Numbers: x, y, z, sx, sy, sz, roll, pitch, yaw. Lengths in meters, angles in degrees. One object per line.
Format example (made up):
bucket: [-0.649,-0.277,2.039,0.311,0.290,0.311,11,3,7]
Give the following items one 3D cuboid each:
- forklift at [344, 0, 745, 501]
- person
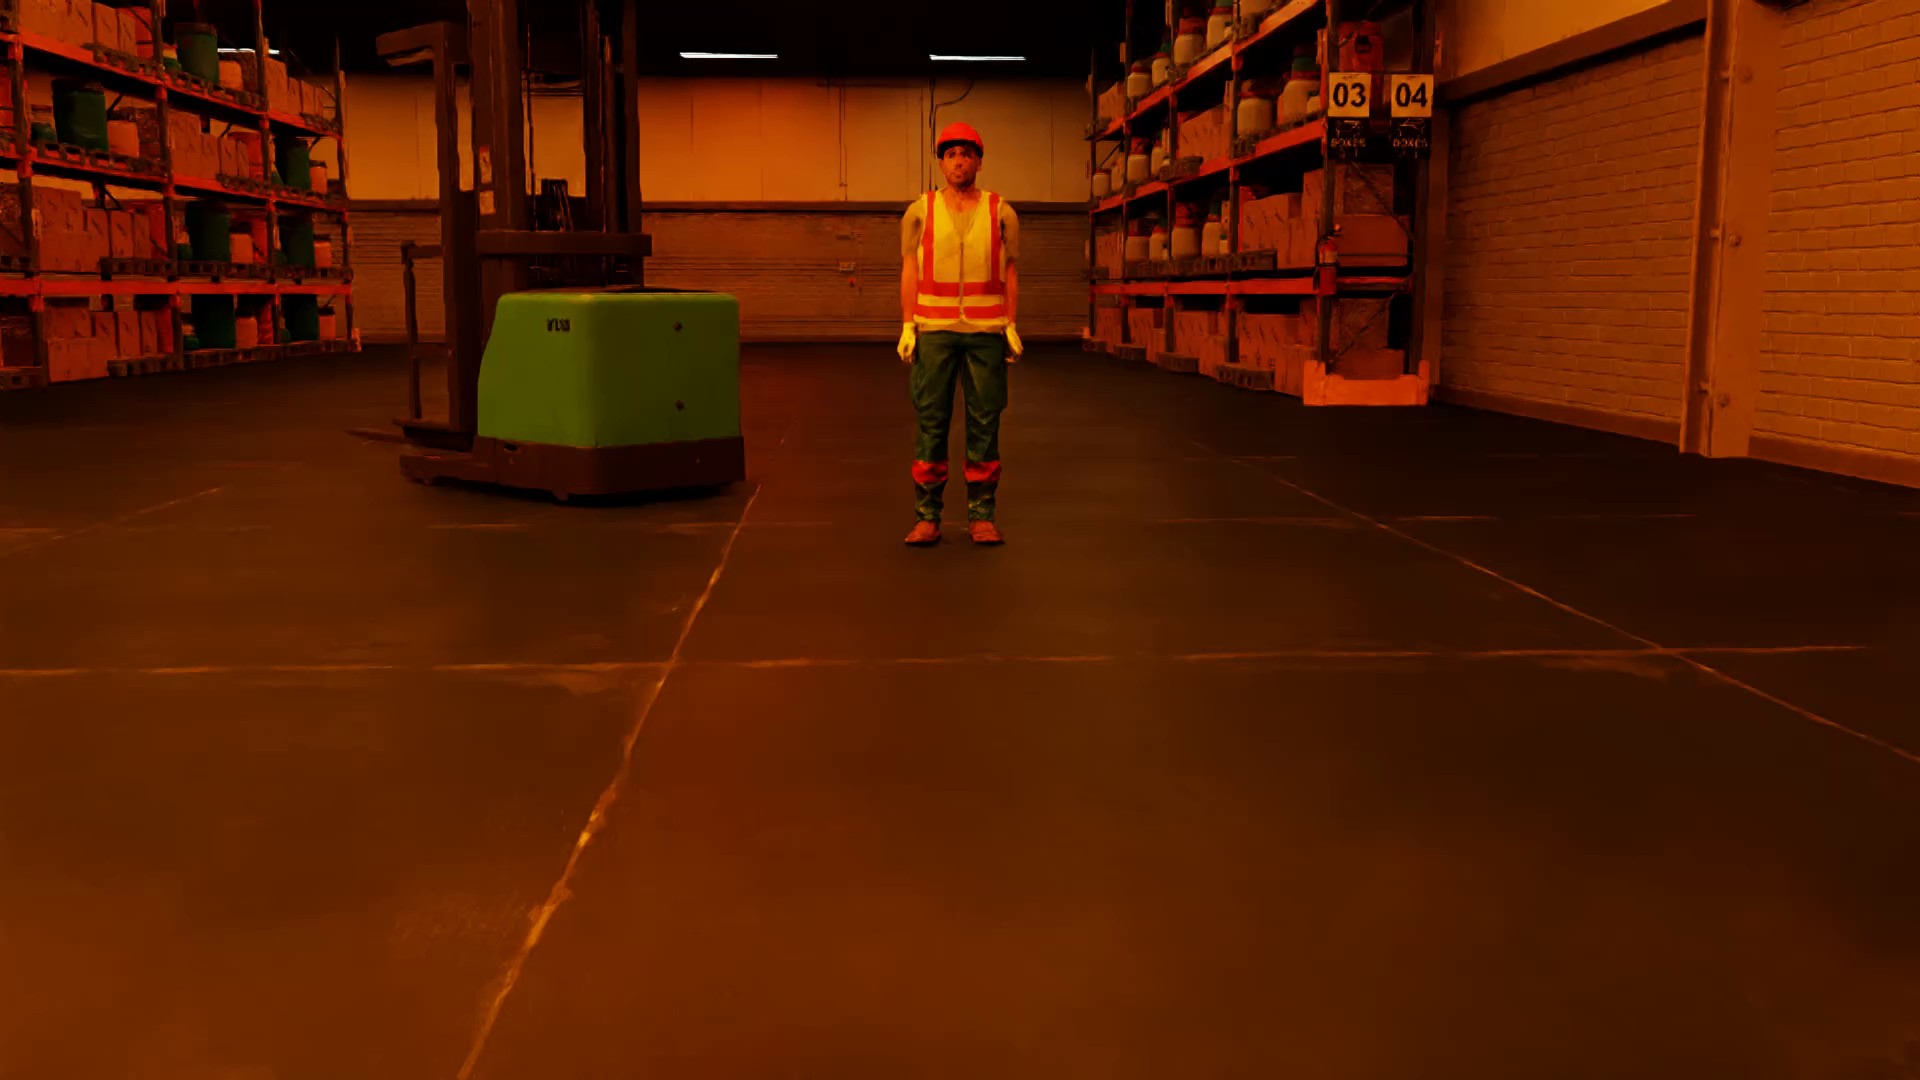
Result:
forklift: [-2.574,-1.808,9.509,3.031,2.935,1.130,8,12,44]
person: [0.002,-0.883,7.158,0.540,1.795,0.349,-1,8,-4]
